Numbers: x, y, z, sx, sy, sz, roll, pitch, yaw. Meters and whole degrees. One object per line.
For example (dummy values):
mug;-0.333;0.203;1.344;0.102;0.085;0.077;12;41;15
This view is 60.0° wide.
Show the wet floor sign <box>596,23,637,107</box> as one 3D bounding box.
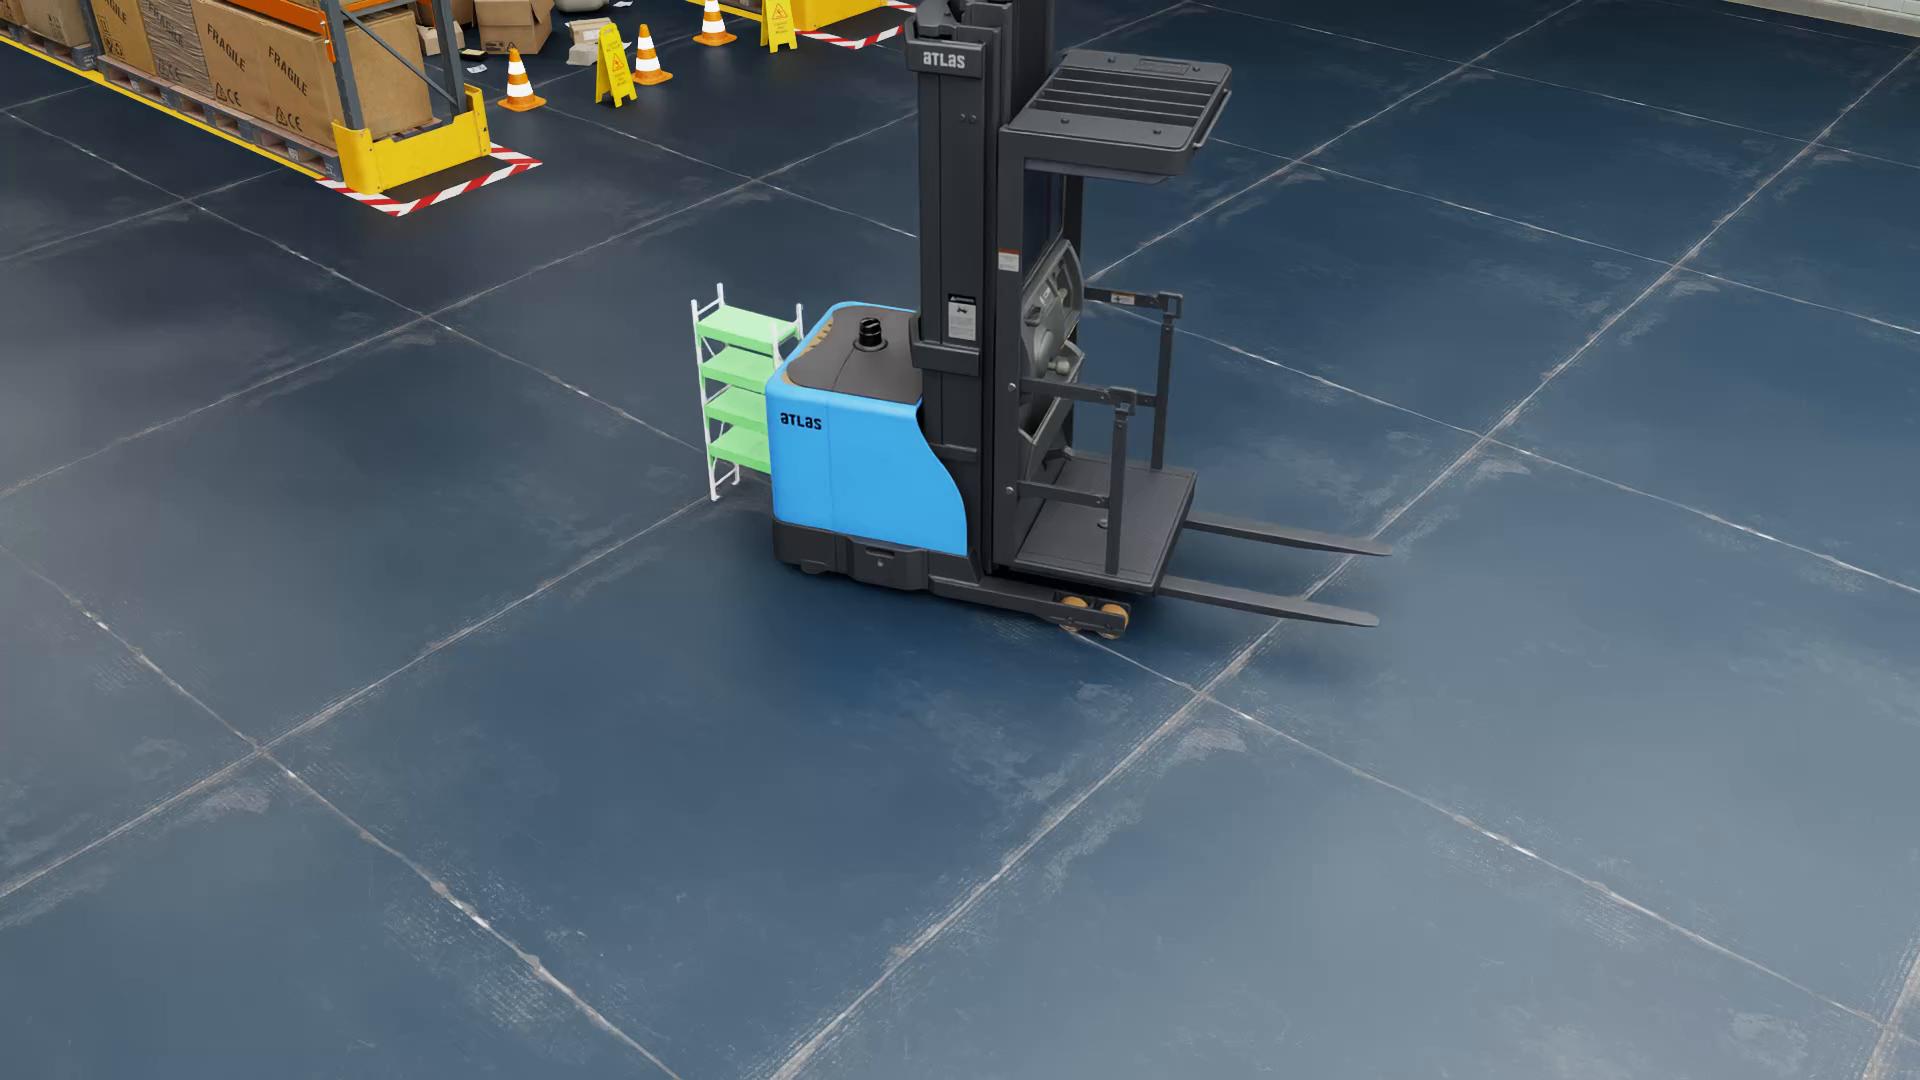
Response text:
wet floor sign;-2.940;-4.026;14.043;0.232;0.644;0.267;18;38;24

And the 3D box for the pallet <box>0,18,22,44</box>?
pallet;-8.887;-5.134;16.039;1.213;0.211;1.003;25;42;32

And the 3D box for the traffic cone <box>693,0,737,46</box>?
traffic cone;-2.296;-4.885;15.454;0.334;0.463;0.336;25;42;32

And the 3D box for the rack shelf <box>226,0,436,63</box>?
rack shelf;-5.766;-4.574;13.396;4.000;0.370;1.077;25;42;32

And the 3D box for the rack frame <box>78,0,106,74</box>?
rack frame;-7.303;-5.595;14.247;0.127;3.000;1.000;25;42;32

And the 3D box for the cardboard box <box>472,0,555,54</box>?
cardboard box;-4.110;-4.842;15.356;0.637;0.503;0.797;0;34;0

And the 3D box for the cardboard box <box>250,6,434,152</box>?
cardboard box;-4.793;-3.660;12.936;0.875;0.875;0.875;26;42;32

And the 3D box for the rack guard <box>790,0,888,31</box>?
rack guard;-1.198;-5.333;16.074;0.348;0.500;1.175;25;42;32

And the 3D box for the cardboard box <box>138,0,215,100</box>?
cardboard box;-6.170;-4.309;13.880;0.875;0.875;0.875;26;42;32

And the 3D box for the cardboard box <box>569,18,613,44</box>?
cardboard box;-3.439;-4.757;15.545;0.380;0.149;0.250;-12;36;-17

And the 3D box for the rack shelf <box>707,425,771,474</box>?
rack shelf;-1.075;-0.449;8.880;0.480;0.148;0.258;18;38;24

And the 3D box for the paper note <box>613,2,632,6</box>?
paper note;-3.334;-5.311;16.456;0.148;0.019;0.142;12;36;16

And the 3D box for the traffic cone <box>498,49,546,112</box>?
traffic cone;-3.729;-3.910;14.035;0.334;0.463;0.336;25;42;32

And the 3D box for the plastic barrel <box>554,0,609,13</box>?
plastic barrel;-3.696;-5.364;16.186;0.512;0.421;0.421;-6;35;-8

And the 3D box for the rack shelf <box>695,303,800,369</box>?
rack shelf;-1.077;-1.043;8.473;0.480;0.148;0.258;18;38;24

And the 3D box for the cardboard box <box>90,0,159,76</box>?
cardboard box;-6.865;-4.634;14.354;0.875;0.875;0.875;26;42;32

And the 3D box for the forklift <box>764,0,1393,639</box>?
forklift;0.620;-1.069;7.717;3.031;2.935;1.130;10;36;15

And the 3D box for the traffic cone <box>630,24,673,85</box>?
traffic cone;-2.745;-4.279;14.572;0.334;0.463;0.336;25;42;32

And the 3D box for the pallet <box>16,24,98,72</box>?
pallet;-7.945;-4.692;15.396;1.213;0.211;1.003;25;42;32

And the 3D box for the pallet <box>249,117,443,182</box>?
pallet;-4.894;-3.252;13.299;1.213;0.211;1.003;25;42;32

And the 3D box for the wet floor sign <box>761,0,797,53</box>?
wet floor sign;-1.679;-4.831;15.215;0.267;0.644;0.232;-18;38;-25

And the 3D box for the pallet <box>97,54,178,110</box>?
pallet;-6.769;-4.136;14.586;1.213;0.211;1.003;25;42;32

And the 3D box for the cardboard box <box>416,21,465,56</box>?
cardboard box;-4.804;-4.646;15.281;0.396;0.266;0.258;-26;42;-32

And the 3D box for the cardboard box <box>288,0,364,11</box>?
cardboard box;-4.544;-4.322;12.262;0.550;0.550;0.875;25;42;32

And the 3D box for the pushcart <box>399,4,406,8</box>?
pushcart;-5.634;-5.694;16.708;0.936;0.377;1.648;12;36;16

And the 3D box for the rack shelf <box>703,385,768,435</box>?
rack shelf;-1.076;-0.647;8.744;0.480;0.148;0.258;18;38;24

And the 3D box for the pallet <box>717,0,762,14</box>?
pallet;-1.800;-5.524;16.607;1.213;0.211;1.003;25;42;32

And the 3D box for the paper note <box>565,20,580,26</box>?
paper note;-3.697;-4.957;15.951;0.148;0.019;0.142;-18;38;-25

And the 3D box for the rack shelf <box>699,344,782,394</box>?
rack shelf;-1.076;-0.845;8.609;0.480;0.148;0.258;18;38;24

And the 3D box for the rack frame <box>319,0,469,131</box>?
rack frame;-4.229;-4.146;12.137;0.127;3.000;1.000;25;42;32

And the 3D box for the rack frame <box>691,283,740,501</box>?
rack frame;-1.288;-0.767;8.807;0.015;1.200;0.240;18;38;24

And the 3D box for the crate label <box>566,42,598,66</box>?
crate label;-3.389;-4.402;15.039;0.298;0.136;0.250;6;35;8

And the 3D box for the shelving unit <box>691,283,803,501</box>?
shelving unit;-1.076;-0.700;8.708;0.503;1.200;0.258;18;38;24

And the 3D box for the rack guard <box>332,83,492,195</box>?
rack guard;-4.211;-3.107;12.832;0.348;0.500;1.175;25;42;32

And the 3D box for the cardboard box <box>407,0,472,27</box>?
cardboard box;-4.834;-5.233;15.805;0.503;0.637;0.797;25;42;32

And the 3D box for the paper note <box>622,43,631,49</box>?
paper note;-3.140;-4.589;15.405;0.142;0.019;0.148;12;36;16

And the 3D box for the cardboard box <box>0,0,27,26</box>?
cardboard box;-8.577;-5.377;15.547;0.750;0.750;1.050;25;42;32

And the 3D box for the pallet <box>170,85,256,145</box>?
pallet;-5.827;-3.694;13.942;1.213;0.211;1.003;25;42;32

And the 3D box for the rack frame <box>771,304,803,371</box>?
rack frame;-0.863;-0.633;8.609;0.015;1.200;0.240;18;38;24

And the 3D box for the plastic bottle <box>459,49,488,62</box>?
plastic bottle;-4.448;-4.409;15.116;0.283;0.061;0.133;12;36;16

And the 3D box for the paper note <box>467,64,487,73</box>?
paper note;-4.316;-4.213;14.859;0.144;0.017;0.142;-18;38;-25

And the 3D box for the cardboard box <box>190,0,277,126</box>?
cardboard box;-5.470;-3.978;13.398;0.875;0.875;0.875;25;41;31

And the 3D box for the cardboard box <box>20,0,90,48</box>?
cardboard box;-7.838;-5.026;15.035;0.750;0.750;1.050;25;42;32
